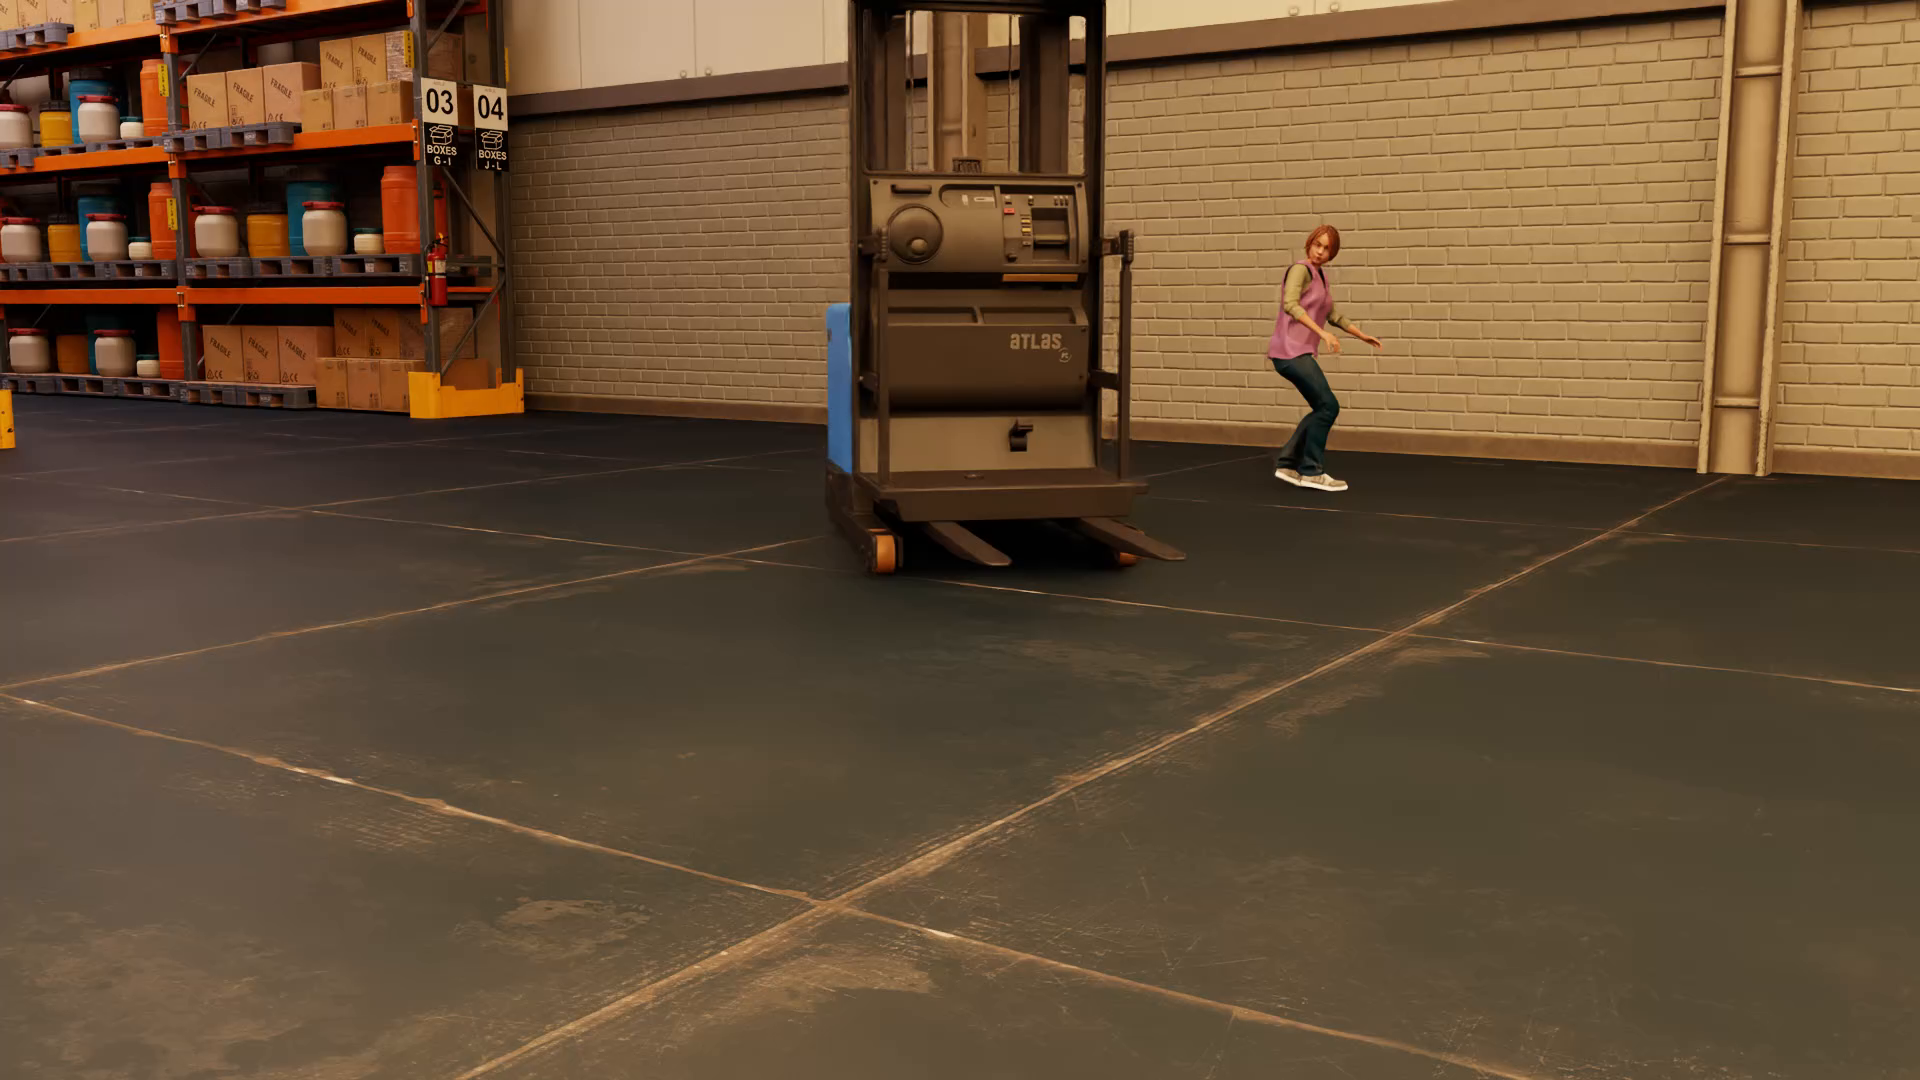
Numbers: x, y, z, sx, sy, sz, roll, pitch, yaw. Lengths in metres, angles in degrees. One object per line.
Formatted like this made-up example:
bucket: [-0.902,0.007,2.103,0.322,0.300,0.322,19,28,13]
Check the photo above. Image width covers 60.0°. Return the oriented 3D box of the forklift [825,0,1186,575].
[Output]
forklift: [0.128,-1.367,6.805,1.130,2.935,3.031,-2,8,-11]

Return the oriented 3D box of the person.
person: [2.098,-1.031,9.587,0.626,1.515,0.658,3,9,19]
